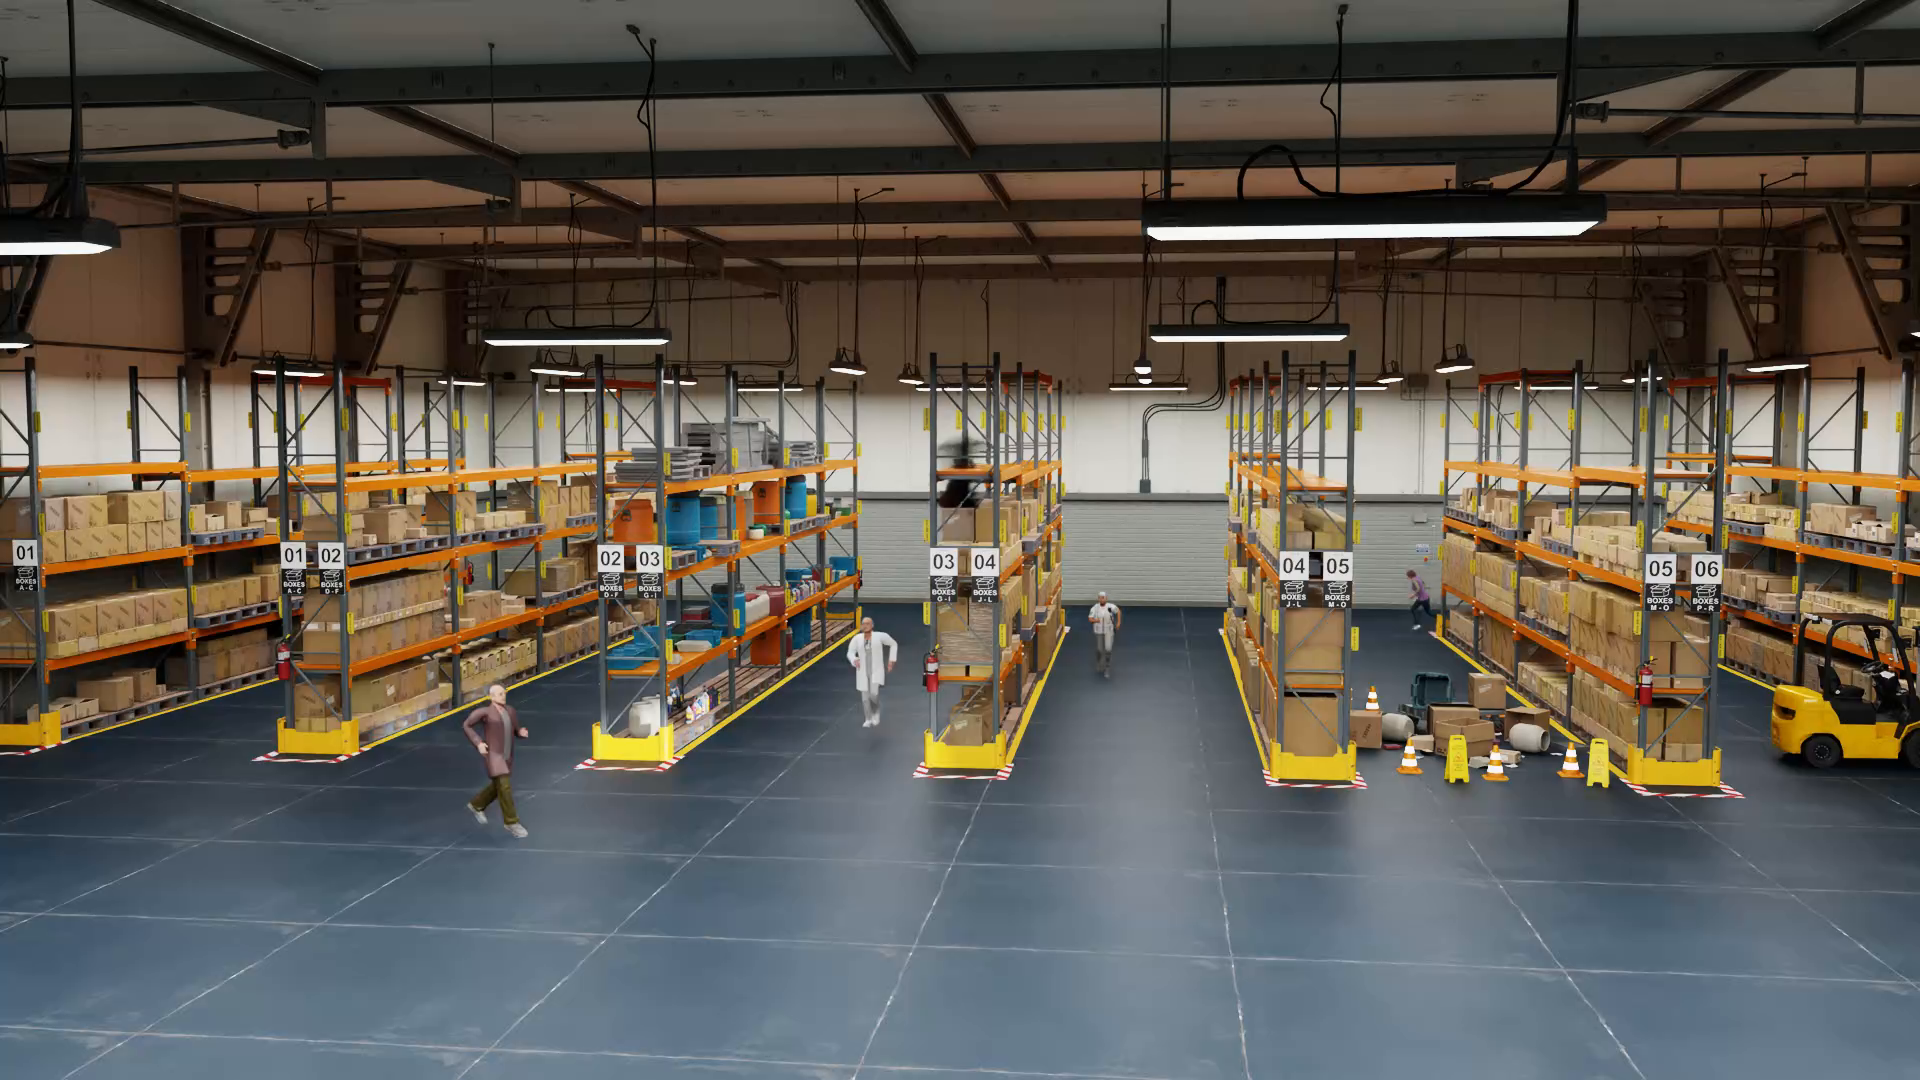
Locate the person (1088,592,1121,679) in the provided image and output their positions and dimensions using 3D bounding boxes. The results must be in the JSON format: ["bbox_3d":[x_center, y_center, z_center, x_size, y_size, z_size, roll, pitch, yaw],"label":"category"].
[{"bbox_3d":[2.851,1.862,32.818,0.609,1.711,0.876,1,4,11],"label":"person"}]

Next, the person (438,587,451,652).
[{"bbox_3d":[-11.213,1.600,35.931,0.644,1.733,0.638,0,4,-5],"label":"person"}]

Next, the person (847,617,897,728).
[{"bbox_3d":[-1.364,2.045,25.446,0.735,1.732,0.820,1,4,10],"label":"person"}]

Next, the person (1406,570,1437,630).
[{"bbox_3d":[11.237,1.464,40.112,0.936,1.480,0.534,1,4,15],"label":"person"}]

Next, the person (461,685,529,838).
[{"bbox_3d":[-5.642,2.666,20.277,1.041,1.805,0.703,2,5,27],"label":"person"}]
